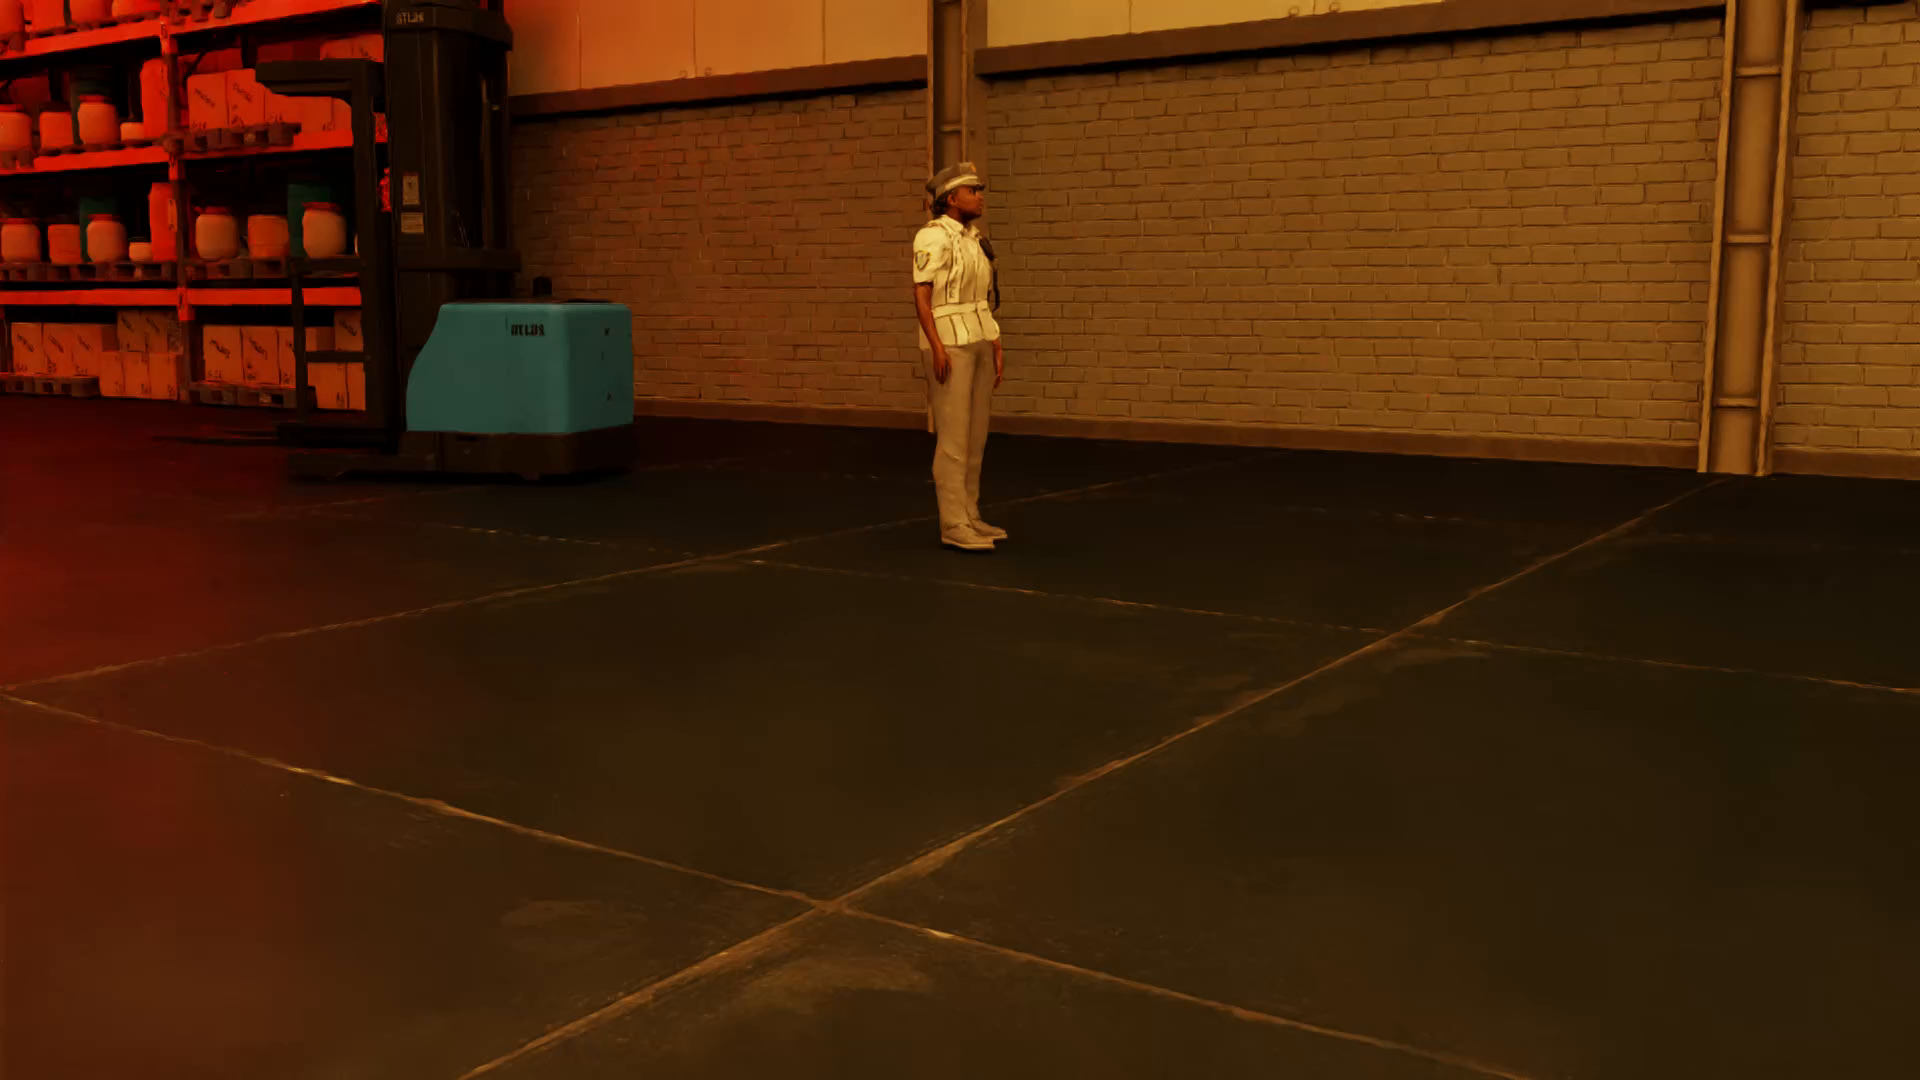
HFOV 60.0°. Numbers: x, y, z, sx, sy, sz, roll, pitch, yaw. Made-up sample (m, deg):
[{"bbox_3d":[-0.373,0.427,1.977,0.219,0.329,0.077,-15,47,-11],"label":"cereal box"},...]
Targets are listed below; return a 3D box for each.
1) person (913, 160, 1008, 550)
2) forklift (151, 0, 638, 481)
[{"bbox_3d":[0.051,-0.839,7.426,0.529,1.695,0.570,5,10,34],"label":"person"},{"bbox_3d":[-3.656,-1.889,10.476,3.031,2.935,1.130,2,8,14],"label":"forklift"}]
